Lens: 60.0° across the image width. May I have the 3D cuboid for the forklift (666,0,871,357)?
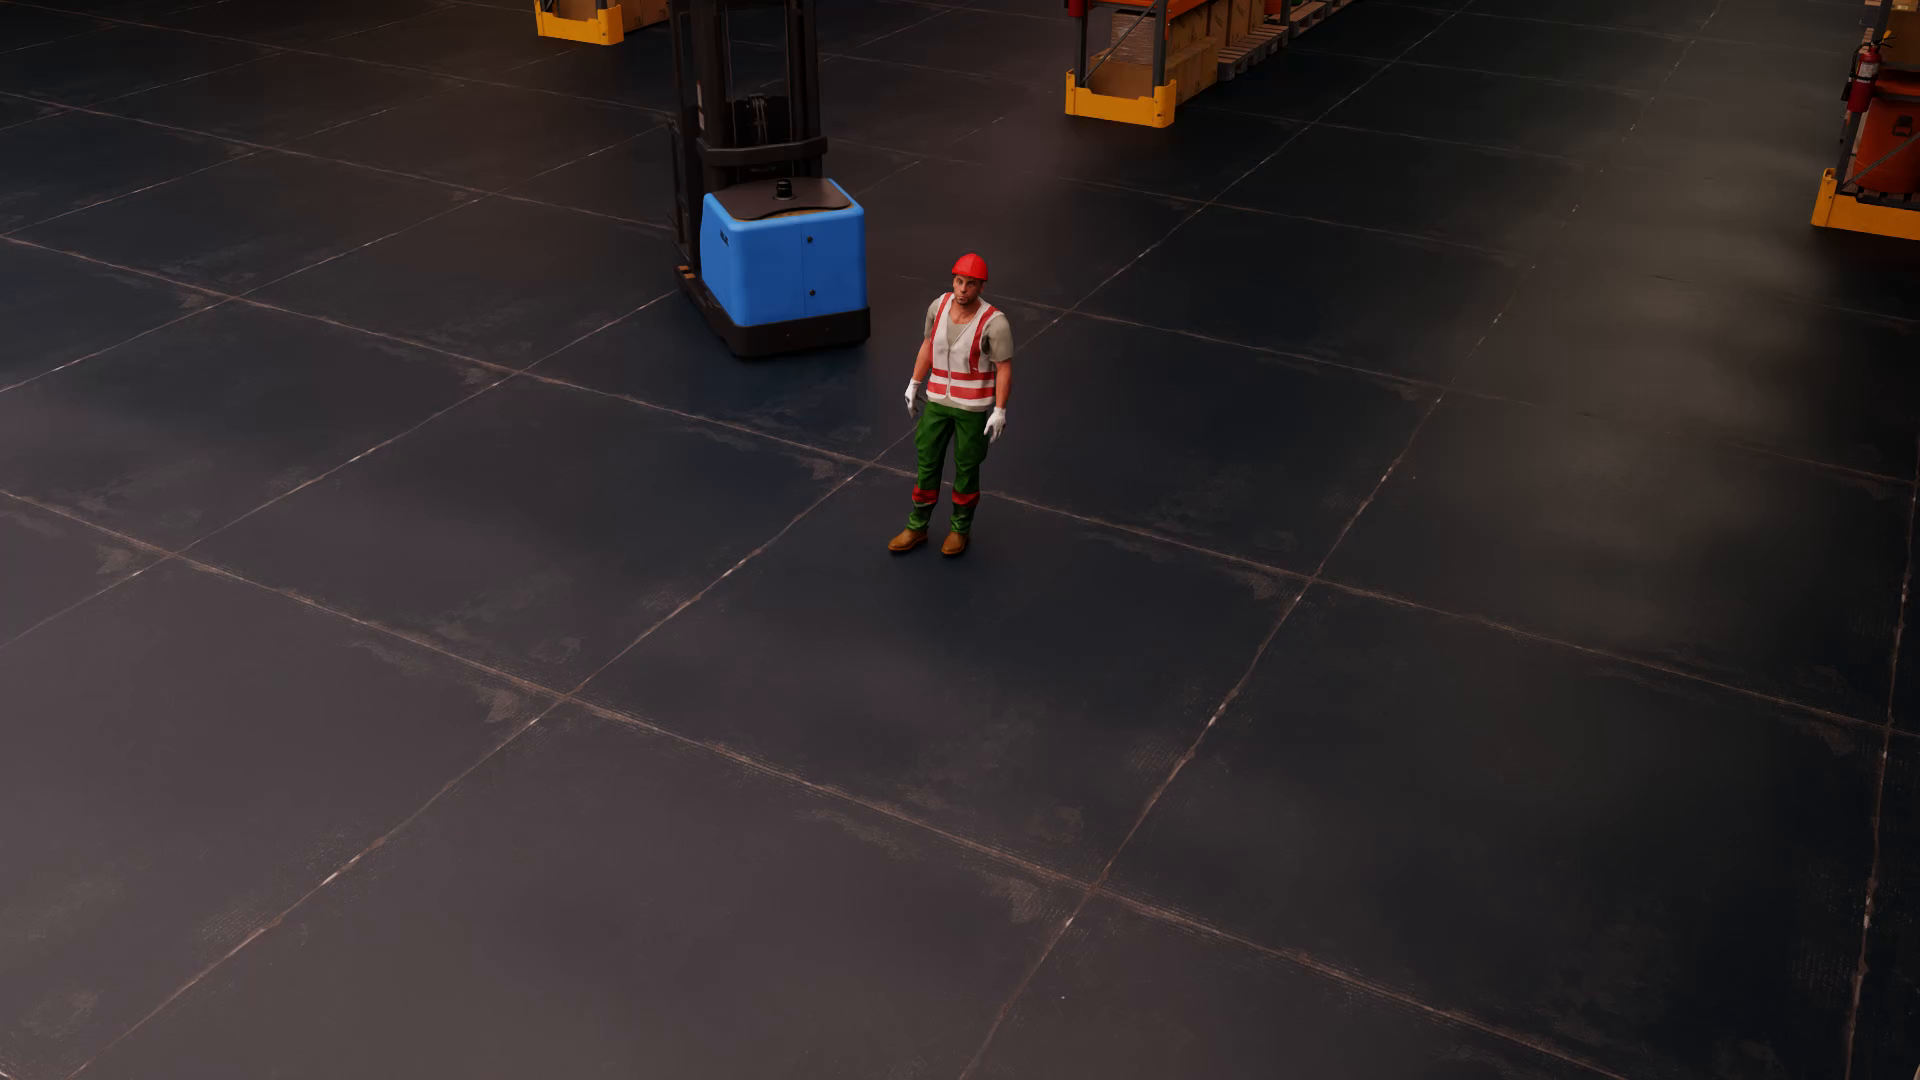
[{"bbox_3d":[-1.692,-3.329,12.838,1.130,2.935,3.031,-11,32,-19],"label":"forklift"}]

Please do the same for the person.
[{"bbox_3d":[-0.049,-0.748,9.495,0.638,1.789,0.562,15,33,25],"label":"person"}]
